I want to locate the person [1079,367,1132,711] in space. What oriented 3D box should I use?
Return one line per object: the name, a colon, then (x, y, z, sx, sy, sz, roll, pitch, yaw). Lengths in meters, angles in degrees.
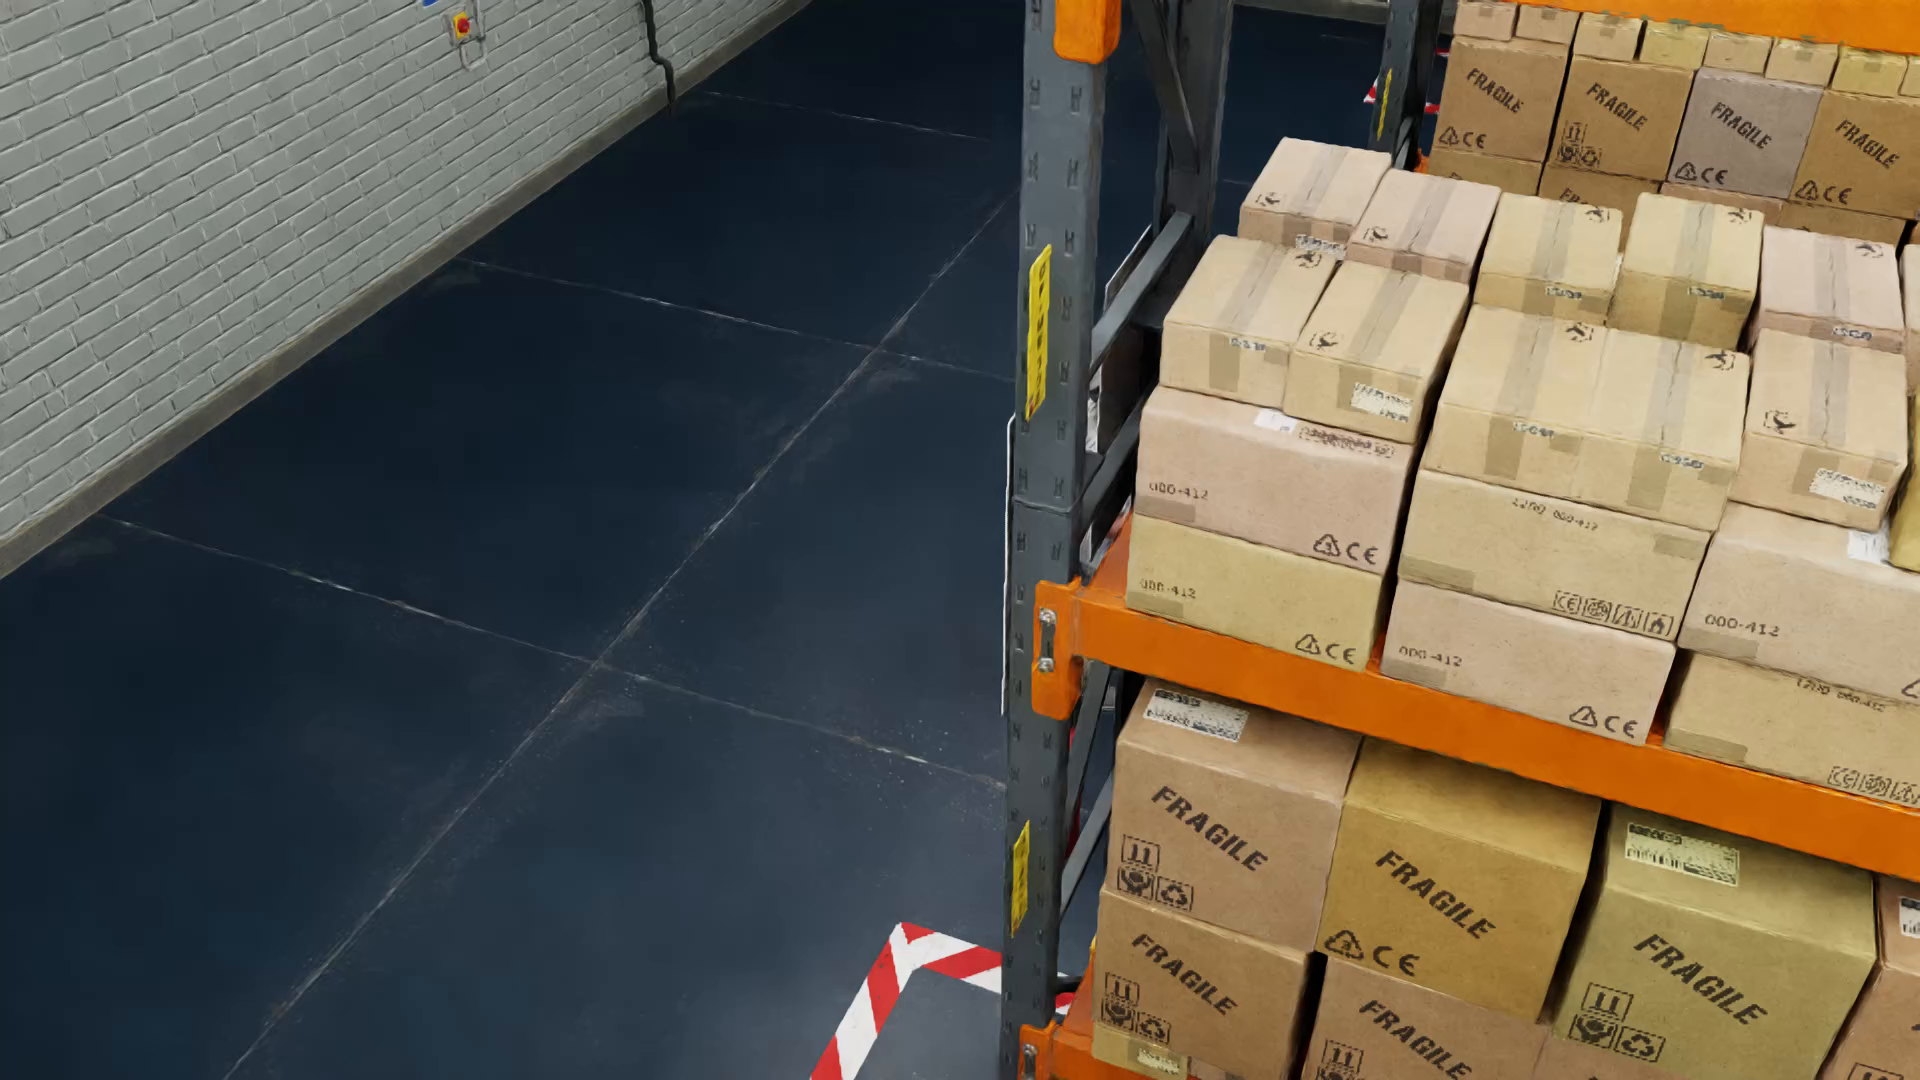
person: (0.722, 0.036, 6.782, 0.761, 1.803, 0.634, 13, 39, 17)
